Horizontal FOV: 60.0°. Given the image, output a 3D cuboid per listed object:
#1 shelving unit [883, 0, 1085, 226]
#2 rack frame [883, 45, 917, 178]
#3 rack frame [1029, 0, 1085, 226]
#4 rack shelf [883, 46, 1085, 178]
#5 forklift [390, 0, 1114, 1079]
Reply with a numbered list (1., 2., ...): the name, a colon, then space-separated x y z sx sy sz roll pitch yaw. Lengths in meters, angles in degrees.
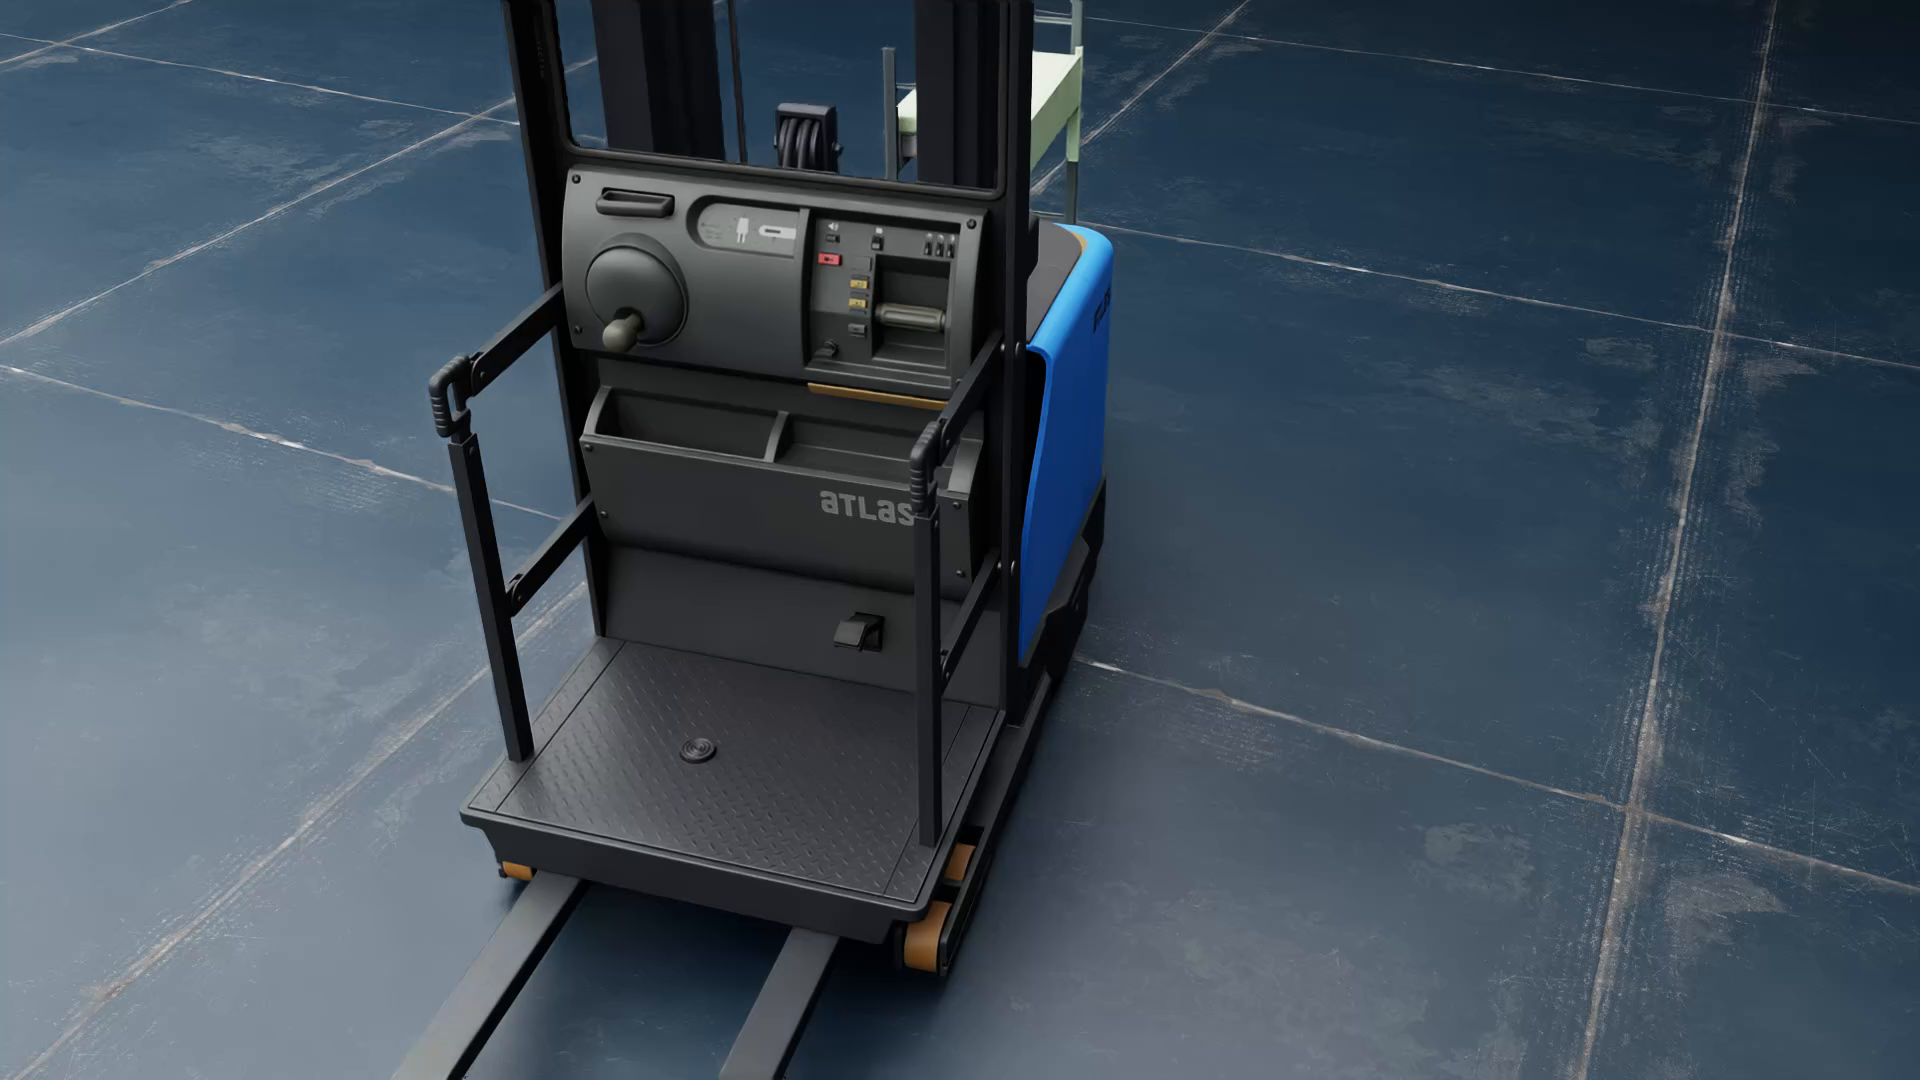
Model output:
1. shelving unit: 0.086 -0.898 5.252 0.431 1.500 0.755 9 34 14
2. rack frame: -0.017 -0.706 4.959 0.400 1.500 0.023 9 34 14
3. rack frame: 0.189 -1.091 5.546 0.400 1.500 0.023 9 34 14
4. rack shelf: 0.086 -1.225 5.039 0.431 0.370 0.720 9 34 14
5. forklift: -0.464 -0.493 3.329 1.130 2.935 3.031 9 34 14
